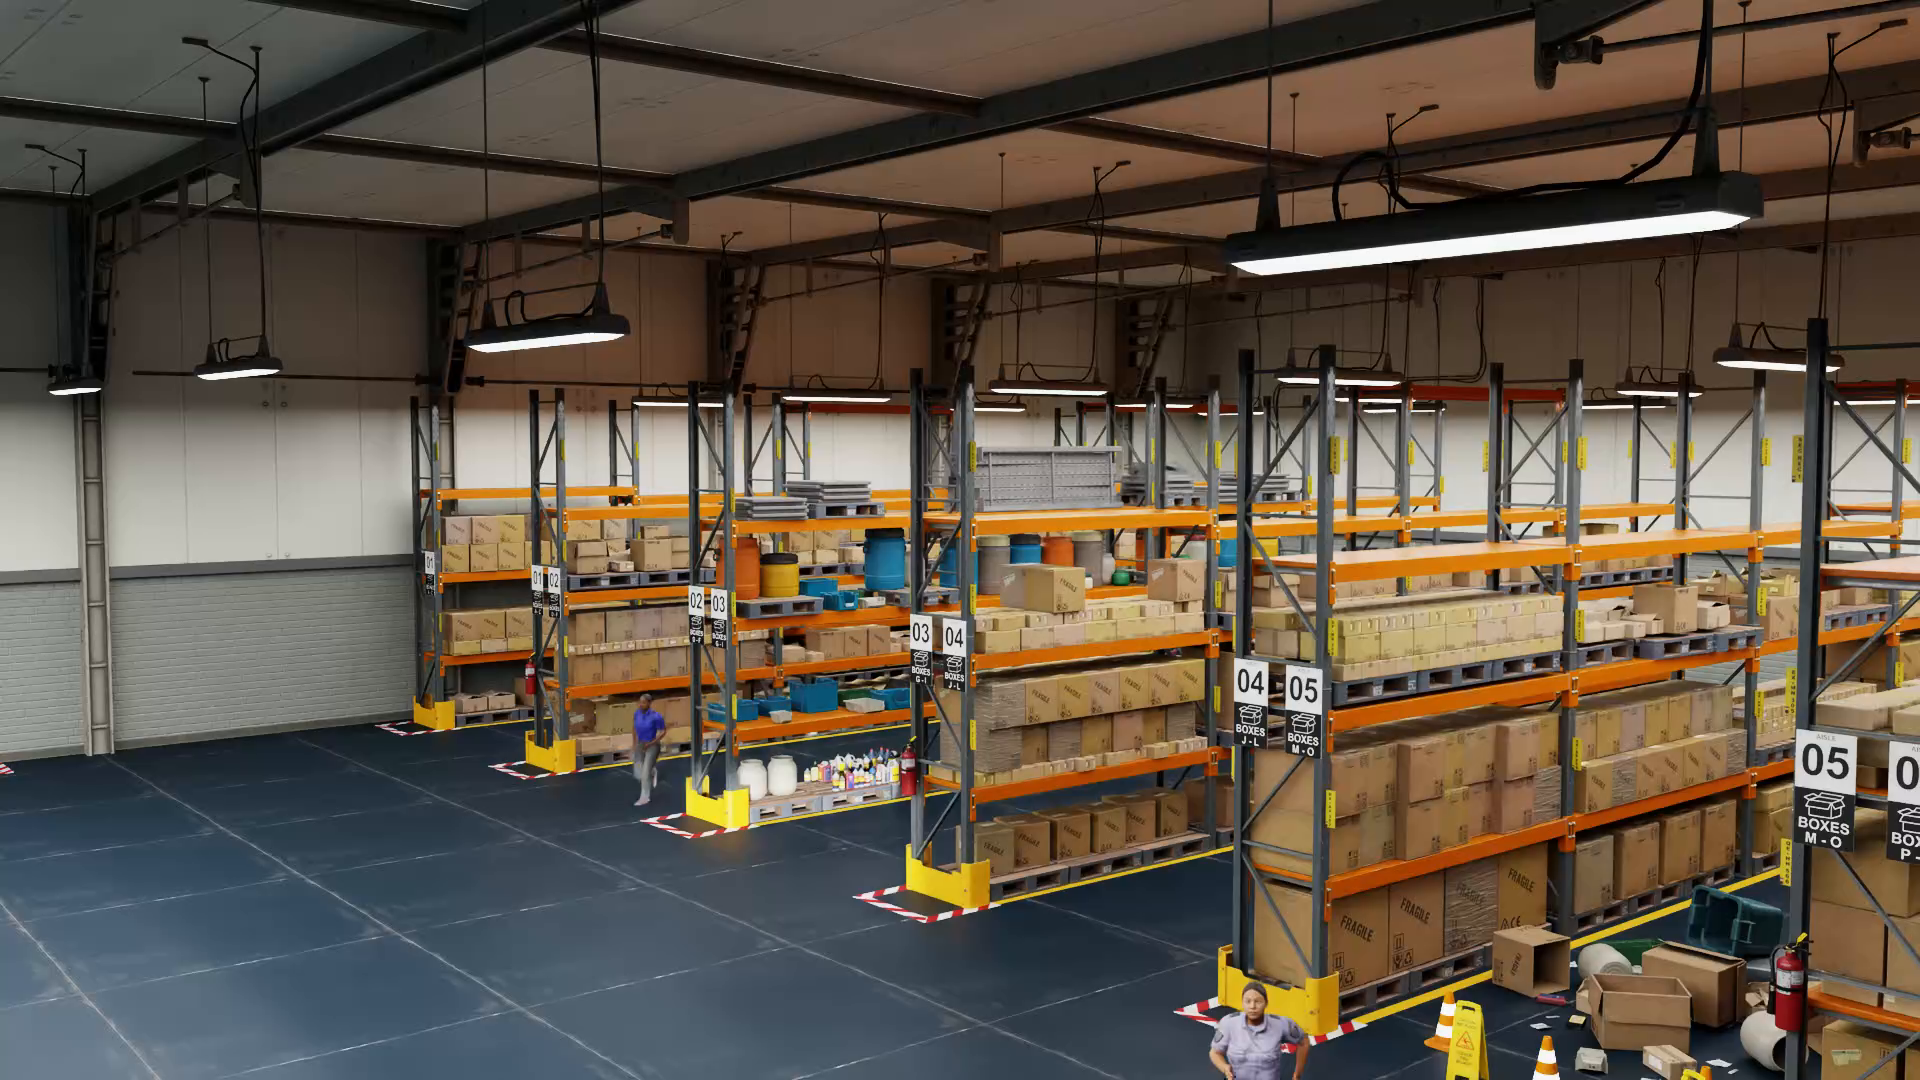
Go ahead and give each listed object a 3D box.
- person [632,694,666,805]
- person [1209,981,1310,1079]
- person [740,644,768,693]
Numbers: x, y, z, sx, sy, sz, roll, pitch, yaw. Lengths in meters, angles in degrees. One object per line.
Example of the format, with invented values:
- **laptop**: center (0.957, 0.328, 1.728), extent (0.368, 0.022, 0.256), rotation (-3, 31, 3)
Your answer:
- **person**: center (-4.447, 2.988, 23.873), extent (0.574, 1.586, 0.614), rotation (1, 3, 15)
- **person**: center (1.967, 3.718, 11.003), extent (0.626, 1.647, 0.765), rotation (1, 4, 21)
- **person**: center (-3.903, 2.494, 31.516), extent (0.570, 1.676, 0.908), rotation (3, 5, 43)
